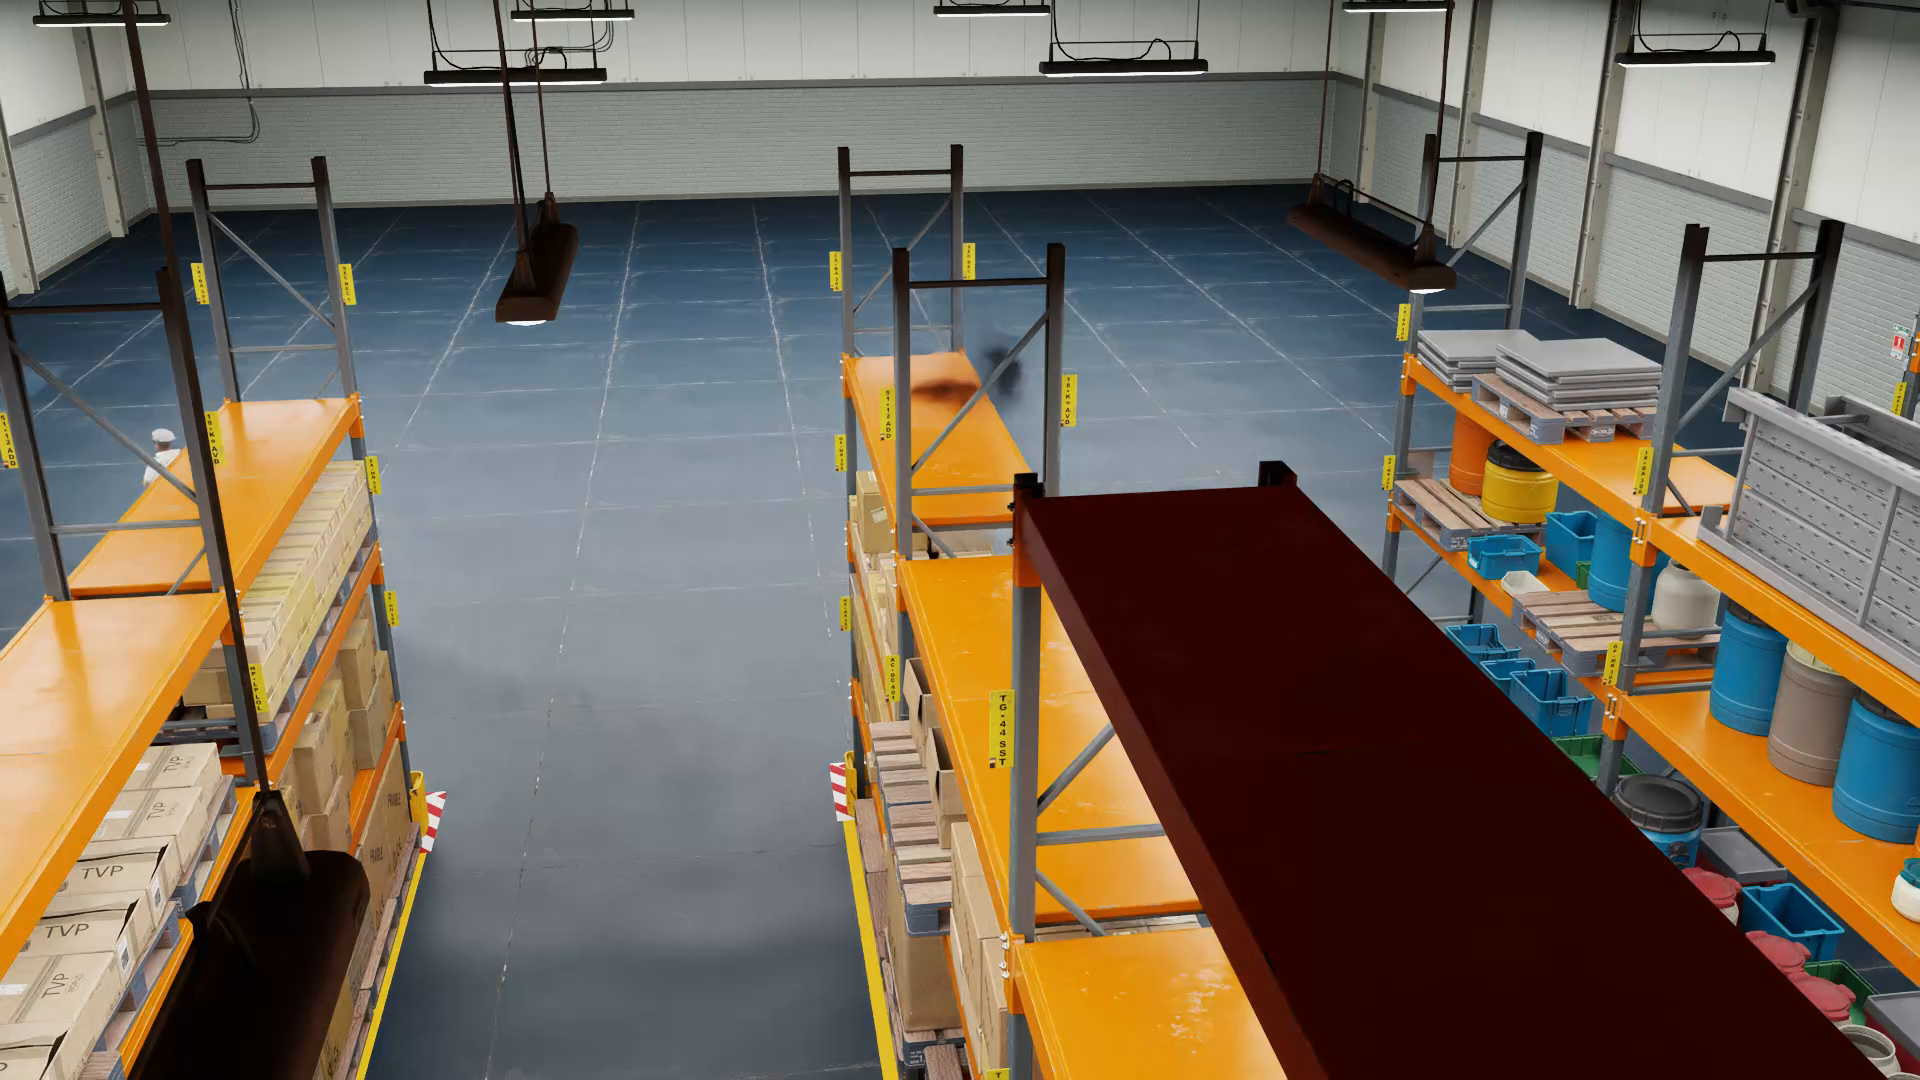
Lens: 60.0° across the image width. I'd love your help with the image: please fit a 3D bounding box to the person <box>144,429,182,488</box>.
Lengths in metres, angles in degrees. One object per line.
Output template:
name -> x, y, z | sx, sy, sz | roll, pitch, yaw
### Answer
person -> -9.692, -0.483, 20.492 | 0.754, 1.850, 0.631 | 10, 24, 24
